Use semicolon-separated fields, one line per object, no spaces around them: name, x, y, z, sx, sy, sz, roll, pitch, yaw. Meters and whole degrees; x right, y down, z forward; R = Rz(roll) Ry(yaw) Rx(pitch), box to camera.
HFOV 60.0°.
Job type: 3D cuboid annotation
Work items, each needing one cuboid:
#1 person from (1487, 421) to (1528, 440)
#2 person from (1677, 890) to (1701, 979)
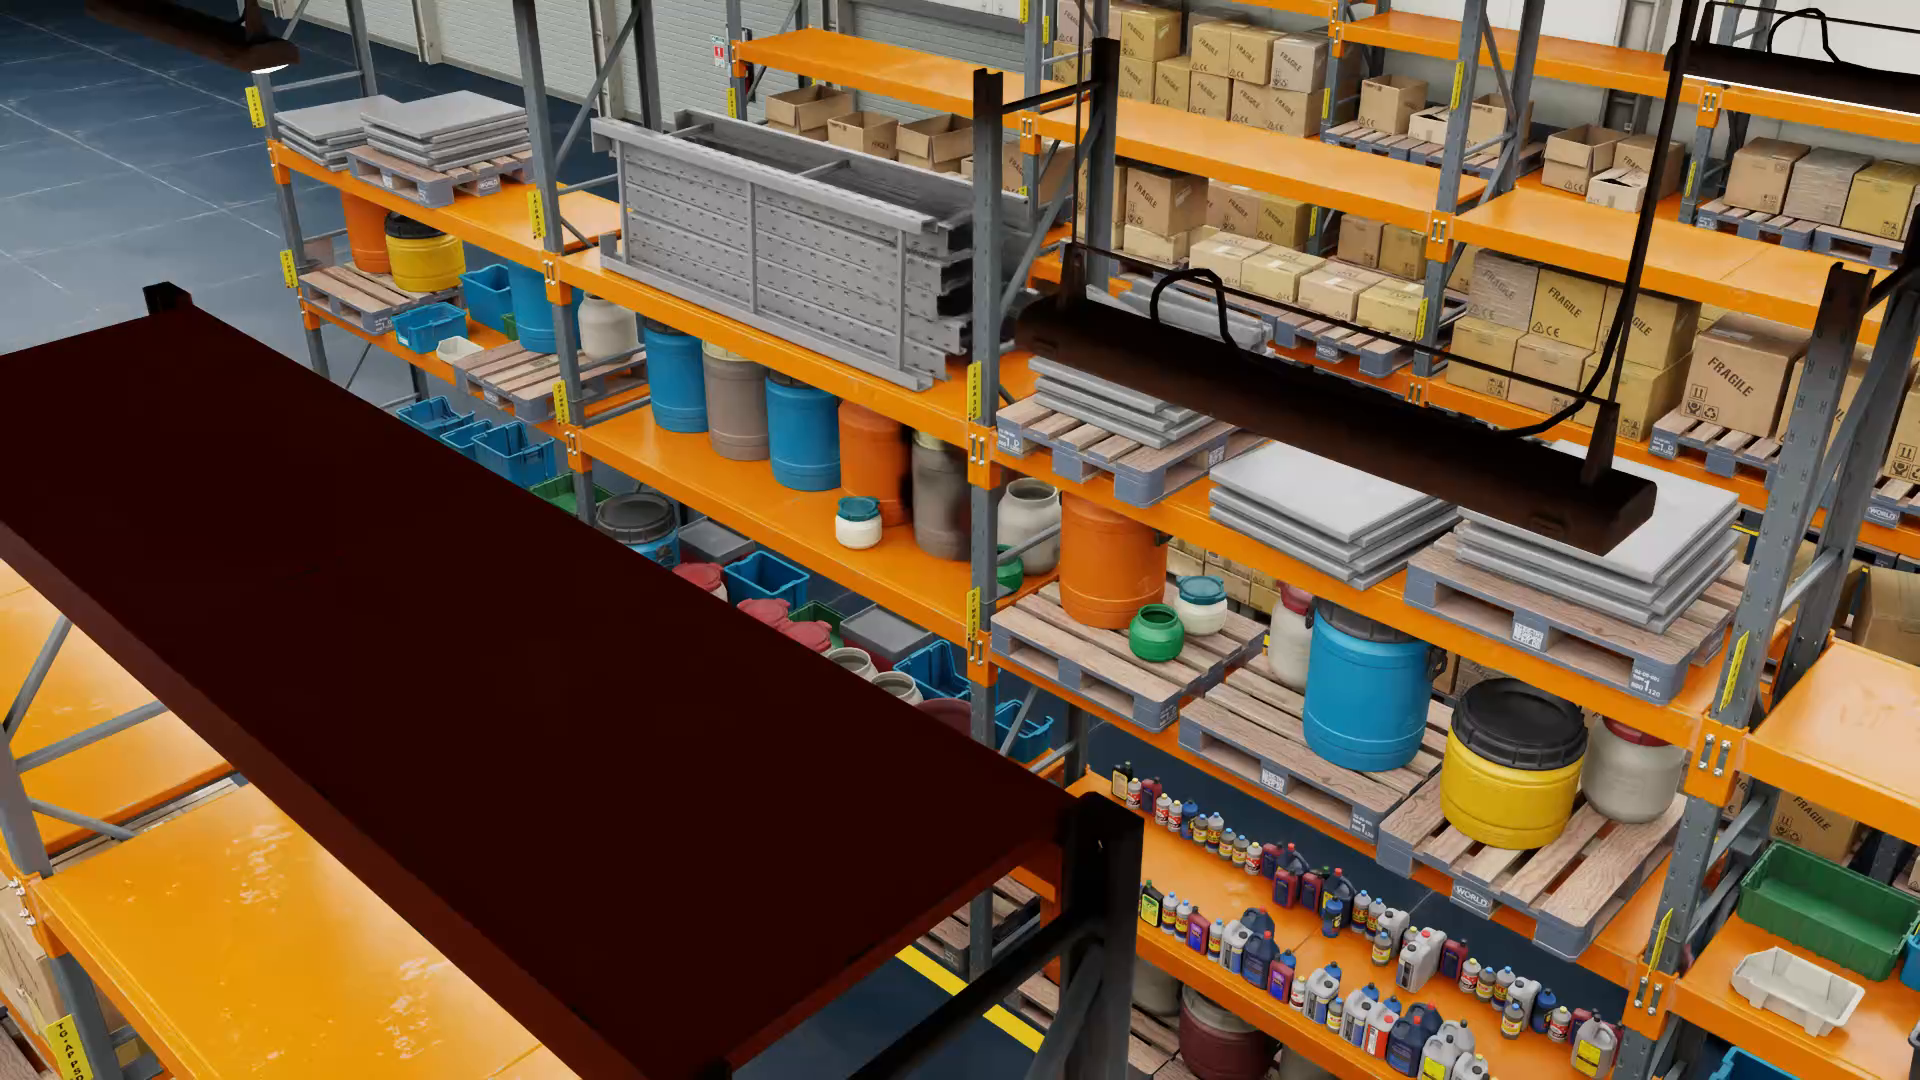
person;5.356;-1.035;16.312;0.855;1.827;0.610;21;35;32
person;4.501;2.368;10.451;0.590;1.504;1.038;-18;34;-29
